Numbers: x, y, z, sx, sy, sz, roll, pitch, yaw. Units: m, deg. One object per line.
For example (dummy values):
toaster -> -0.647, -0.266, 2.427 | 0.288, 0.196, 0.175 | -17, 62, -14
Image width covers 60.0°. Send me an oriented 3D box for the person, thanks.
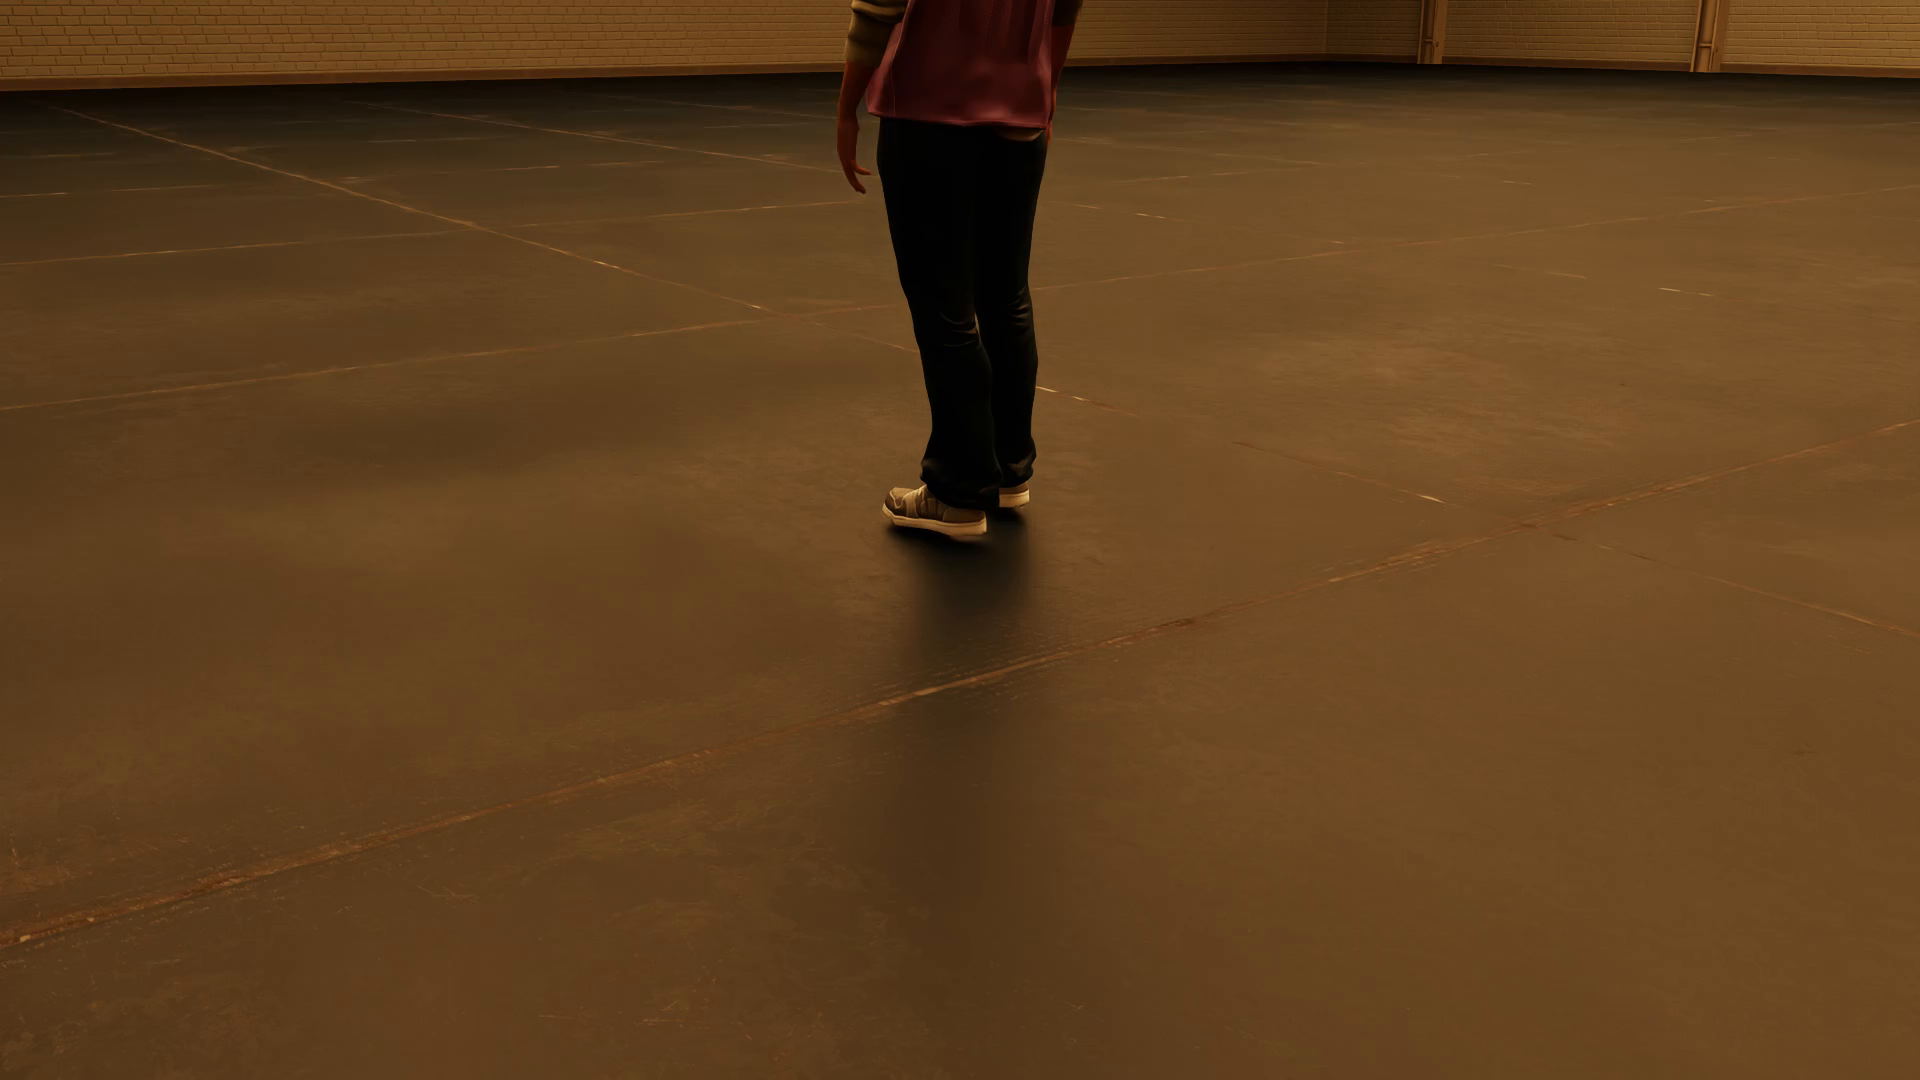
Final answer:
person -> -0.031, -0.789, 3.125 | 0.520, 1.597, 0.476 | -12, 21, -34
